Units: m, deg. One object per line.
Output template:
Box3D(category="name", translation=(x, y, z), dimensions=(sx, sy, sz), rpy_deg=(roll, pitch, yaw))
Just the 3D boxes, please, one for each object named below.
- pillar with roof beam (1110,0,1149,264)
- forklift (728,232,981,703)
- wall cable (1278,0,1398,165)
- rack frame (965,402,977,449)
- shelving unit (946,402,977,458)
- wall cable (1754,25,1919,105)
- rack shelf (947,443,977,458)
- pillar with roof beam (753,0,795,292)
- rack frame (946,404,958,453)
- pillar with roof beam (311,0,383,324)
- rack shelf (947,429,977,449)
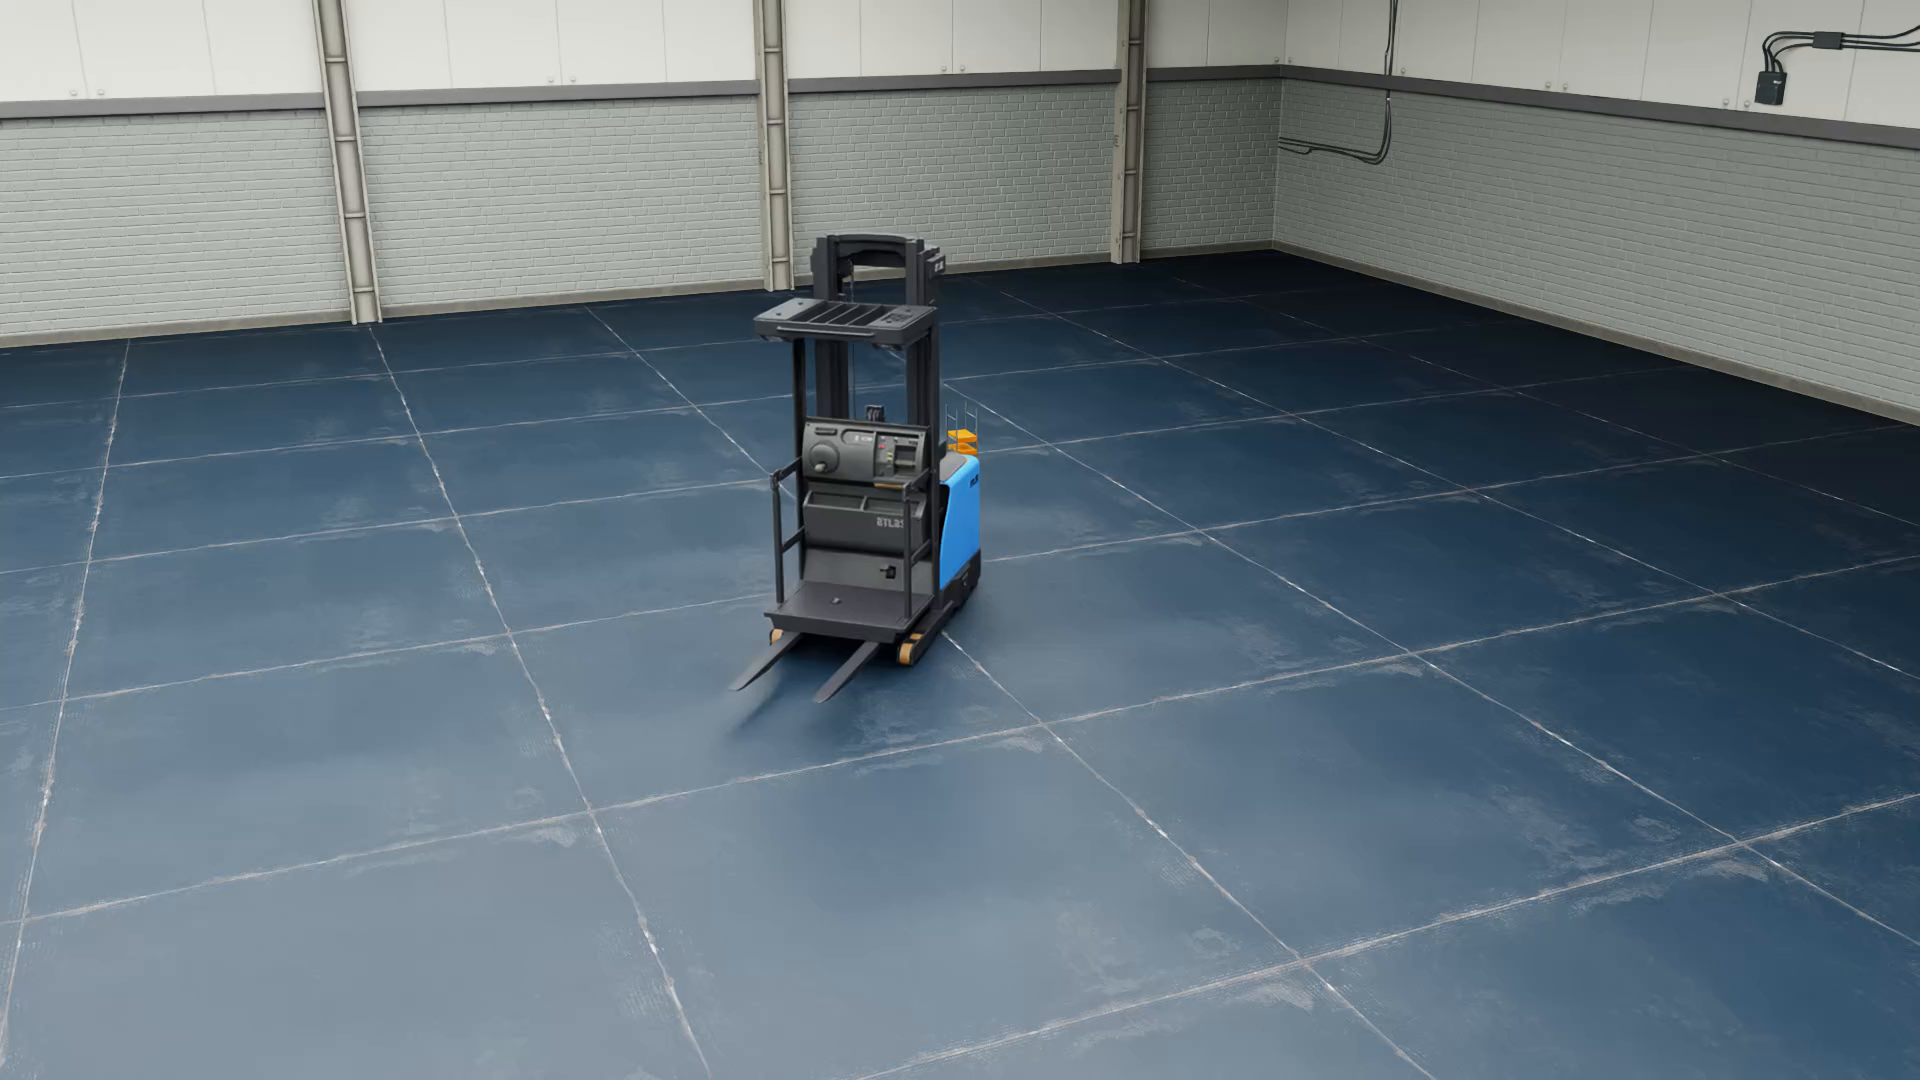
Box3D(category="pillar with roof beam", translation=(4.449, -7.563, 22.453), dimensions=(0.400, 9.000, 9.100), rpy_deg=(-8, 21, -22))
Box3D(category="forklift", translation=(-0.762, -0.625, 11.883), dimensions=(1.130, 2.935, 3.031), rpy_deg=(6, 20, 17))
Box3D(category="wall cable", translation=(5.973, -7.396, 26.653), dimensions=(0.112, 2.526, 3.097), rpy_deg=(-8, 21, -22))
Box3D(category="rack frame", translation=(0.097, -0.580, 14.362), dimensions=(0.006, 1.200, 0.240), rpy_deg=(-8, 21, -22))
Box3D(category="shelving unit", translation=(0.013, -0.568, 14.328), dimensions=(0.189, 1.200, 0.258), rpy_deg=(-8, 21, -22))
Box3D(category="wall cable", translation=(9.719, -7.568, 17.344), dimensions=(0.169, 6.003, 2.305), rpy_deg=(-8, 21, -22))
Box3D(category="rack shelf", translation=(0.013, -0.752, 14.263), dimensions=(0.180, 0.103, 0.258), rpy_deg=(-8, 21, -22))
Box3D(category="pillar with roof beam", translation=(-1.060, -6.774, 20.212), dimensions=(0.400, 9.000, 9.100), rpy_deg=(-8, 21, -22))
Box3D(category="rack frame", translation=(-0.071, -0.556, 14.294), dimensions=(0.006, 1.200, 0.240), rpy_deg=(-8, 21, -22))
Box3D(category="pillar with roof beam", translation=(-6.569, -5.985, 17.970), dimensions=(0.400, 9.000, 9.100), rpy_deg=(-8, 21, -22))
Box3D(category="rack shelf", translation=(0.013, -0.866, 14.223), dimensions=(0.180, 0.103, 0.258), rpy_deg=(-8, 21, -22))
